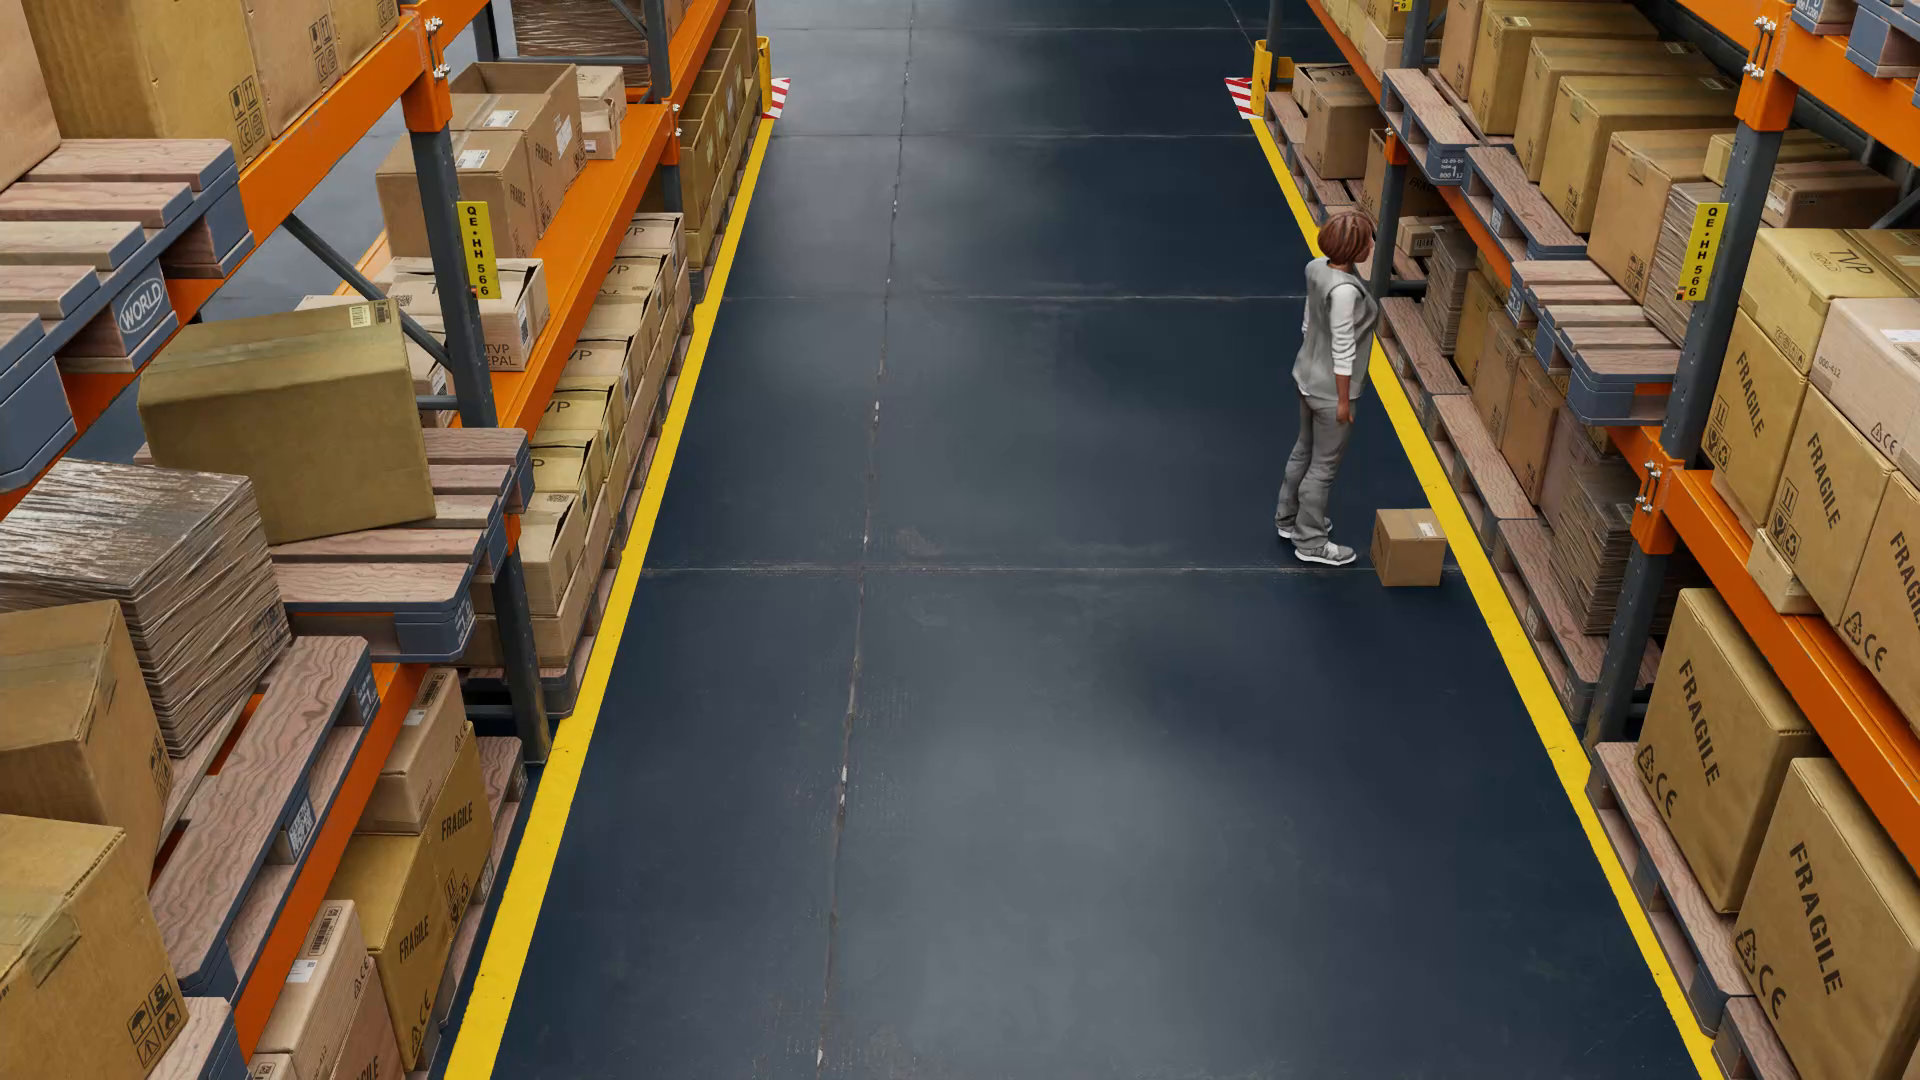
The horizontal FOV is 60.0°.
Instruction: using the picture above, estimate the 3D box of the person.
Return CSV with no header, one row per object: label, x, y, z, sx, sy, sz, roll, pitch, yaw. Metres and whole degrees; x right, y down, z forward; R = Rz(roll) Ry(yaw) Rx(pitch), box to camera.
person,1.603,-0.660,7.195,0.313,1.604,0.408,-4,32,-7
